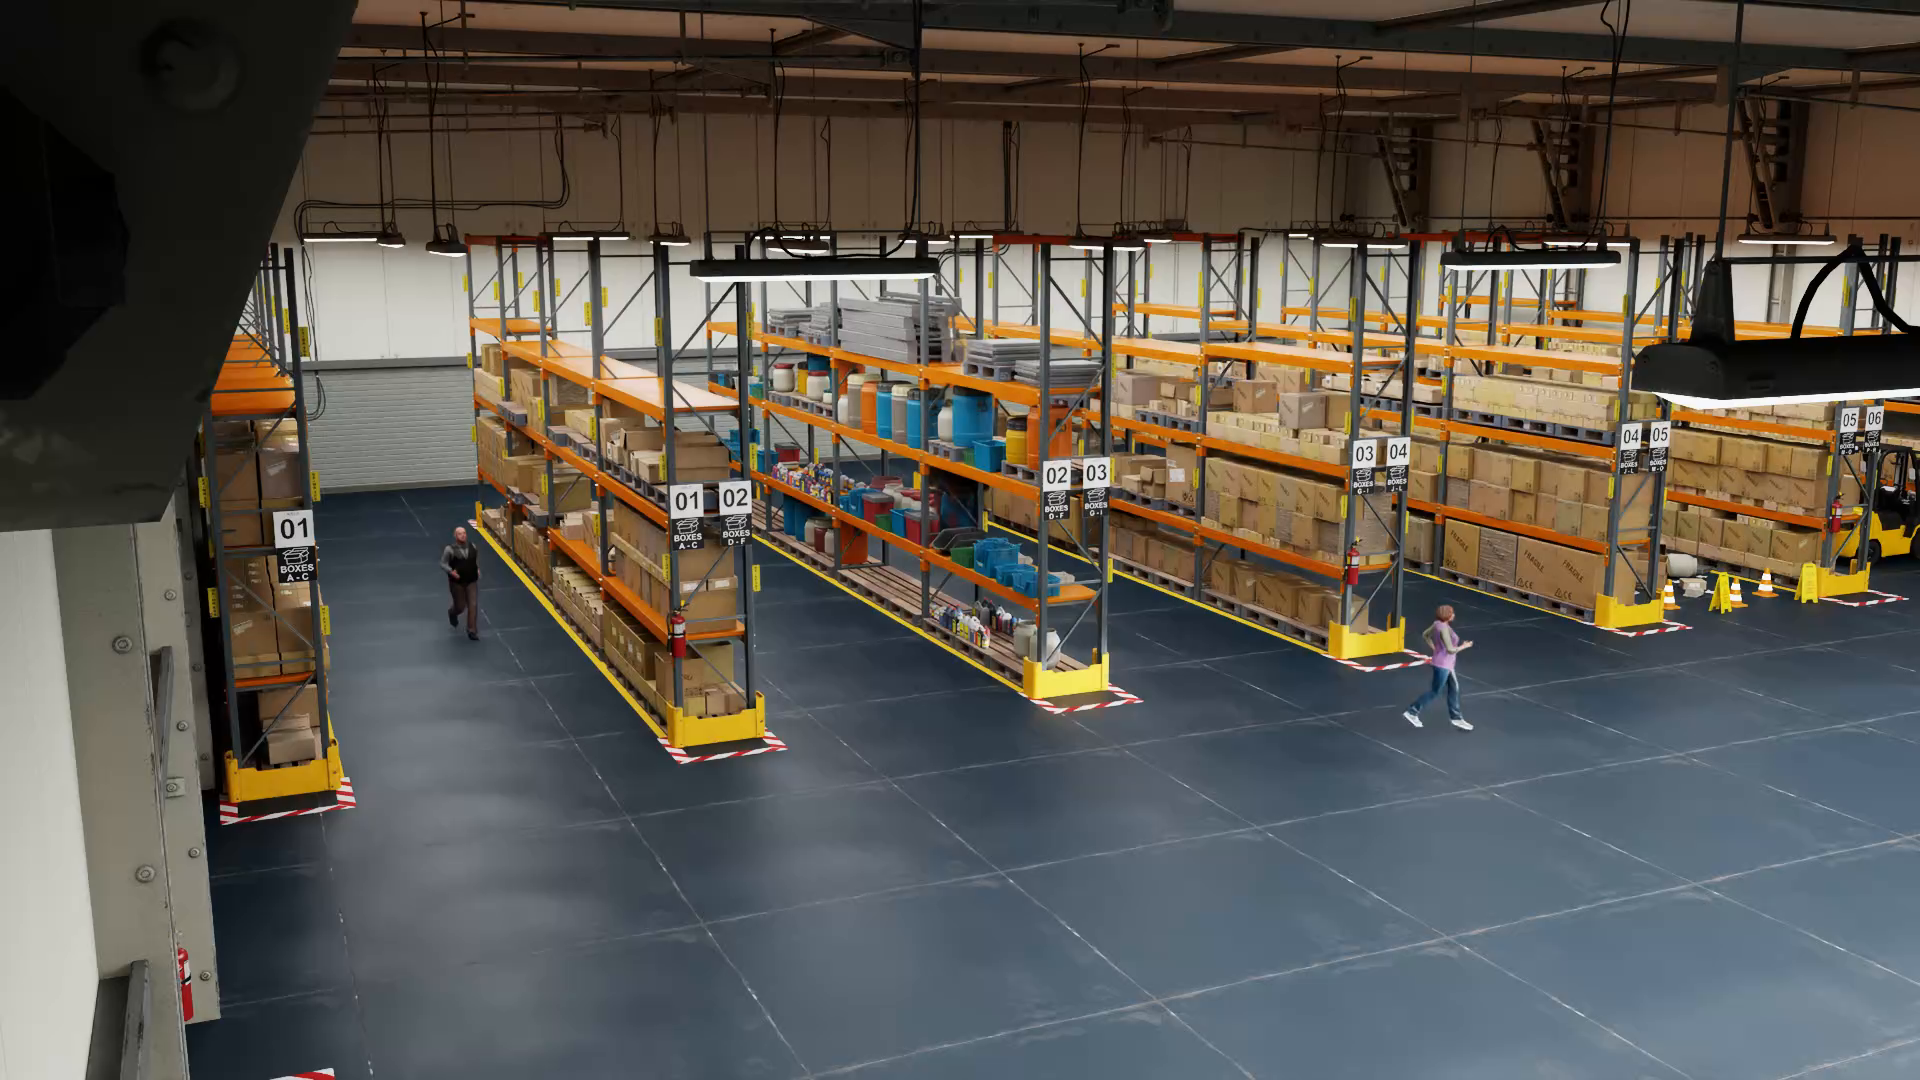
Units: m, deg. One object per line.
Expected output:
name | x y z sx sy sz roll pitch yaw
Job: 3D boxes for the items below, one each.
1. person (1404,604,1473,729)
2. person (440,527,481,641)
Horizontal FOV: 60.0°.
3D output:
person | 5.983 1.581 20.666 0.863 1.597 0.530 2 11 9
person | -7.570 0.647 25.332 0.663 1.707 0.927 -7 13 -34
